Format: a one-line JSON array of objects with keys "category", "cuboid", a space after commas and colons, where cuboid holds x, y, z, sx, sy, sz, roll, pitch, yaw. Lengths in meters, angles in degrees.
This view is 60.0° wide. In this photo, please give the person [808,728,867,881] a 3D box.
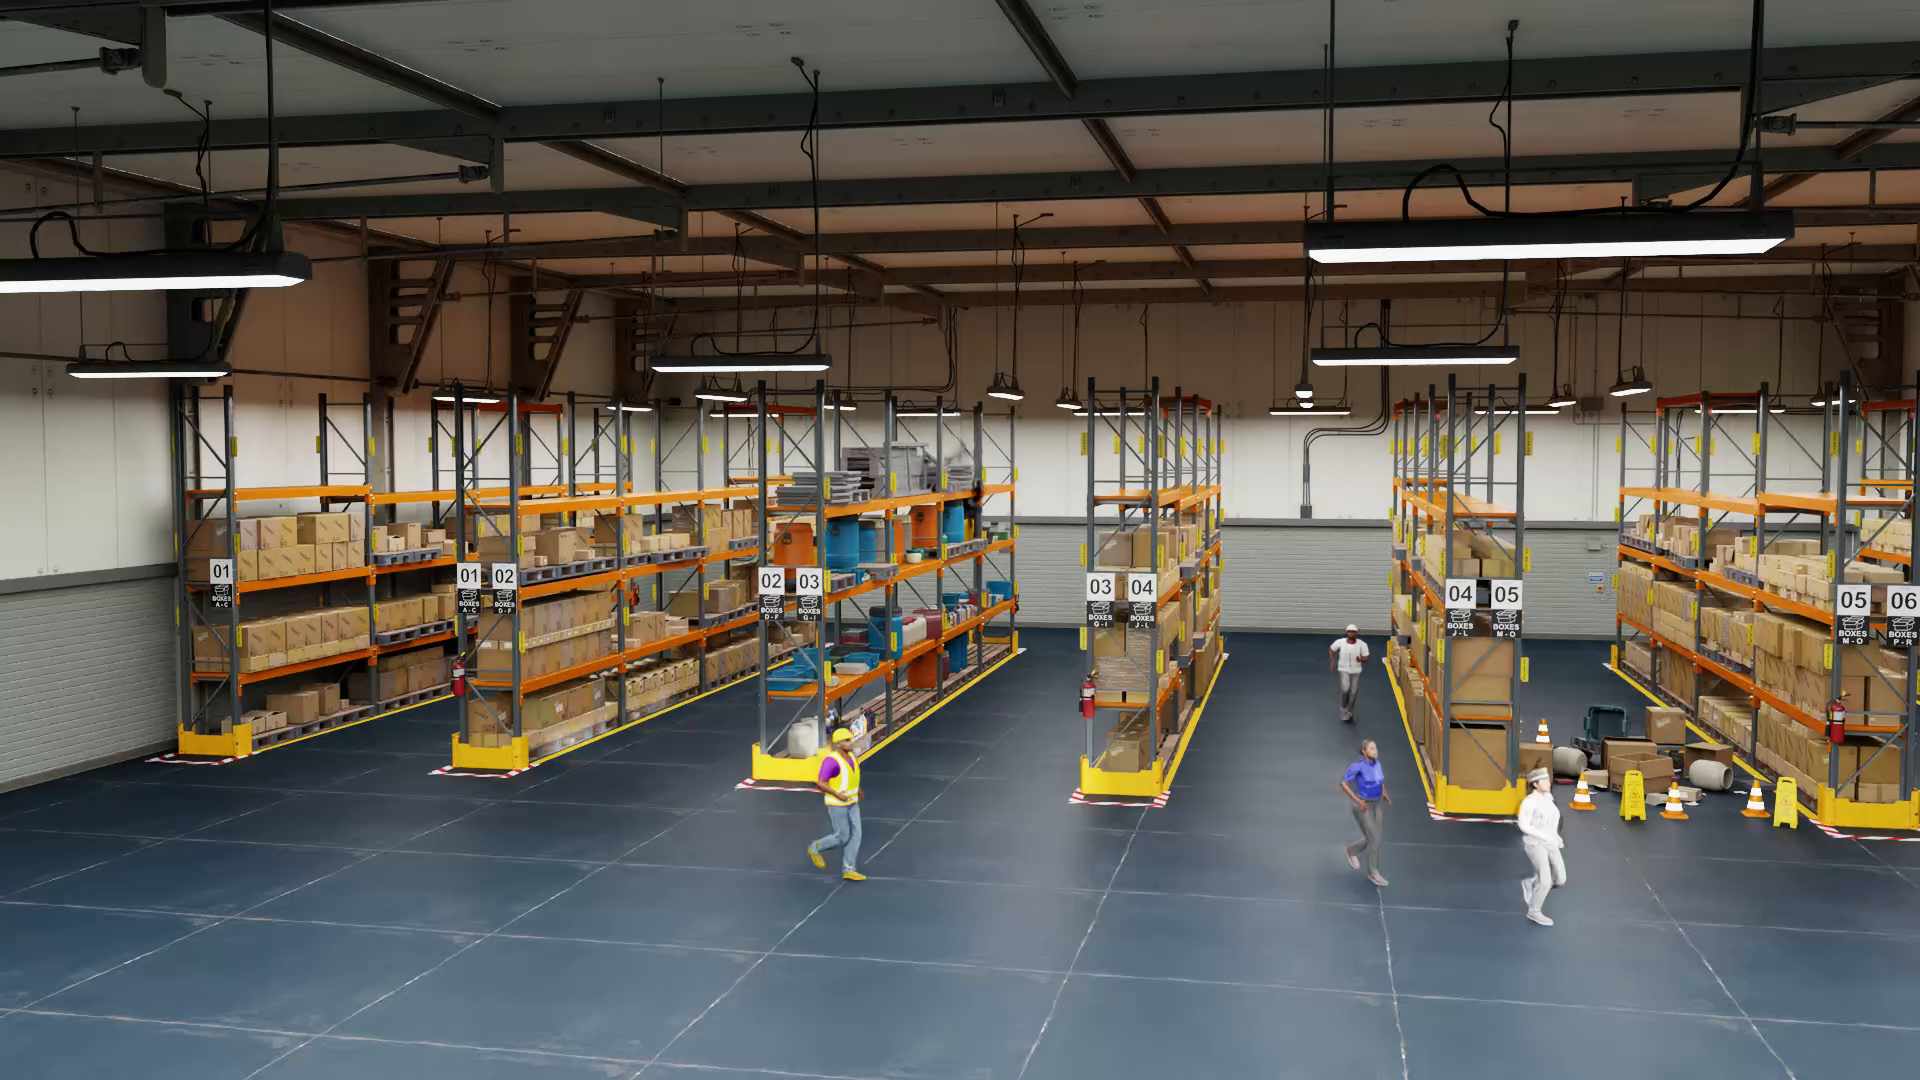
[{"category": "person", "cuboid": [-1.398, 3.049, 19.286, 0.768, 1.743, 0.697, 2, 4, 30]}]

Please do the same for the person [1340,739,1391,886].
[{"category": "person", "cuboid": [4.670, 3.113, 19.224, 0.585, 1.648, 0.722, -2, 4, -35]}]

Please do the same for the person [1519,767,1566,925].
[{"category": "person", "cuboid": [6.121, 3.205, 17.487, 0.610, 1.658, 0.526, -2, 4, -38]}]

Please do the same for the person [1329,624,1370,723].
[{"category": "person", "cuboid": [7.115, 2.424, 30.326, 0.685, 1.785, 0.692, 0, 3, 5]}]
